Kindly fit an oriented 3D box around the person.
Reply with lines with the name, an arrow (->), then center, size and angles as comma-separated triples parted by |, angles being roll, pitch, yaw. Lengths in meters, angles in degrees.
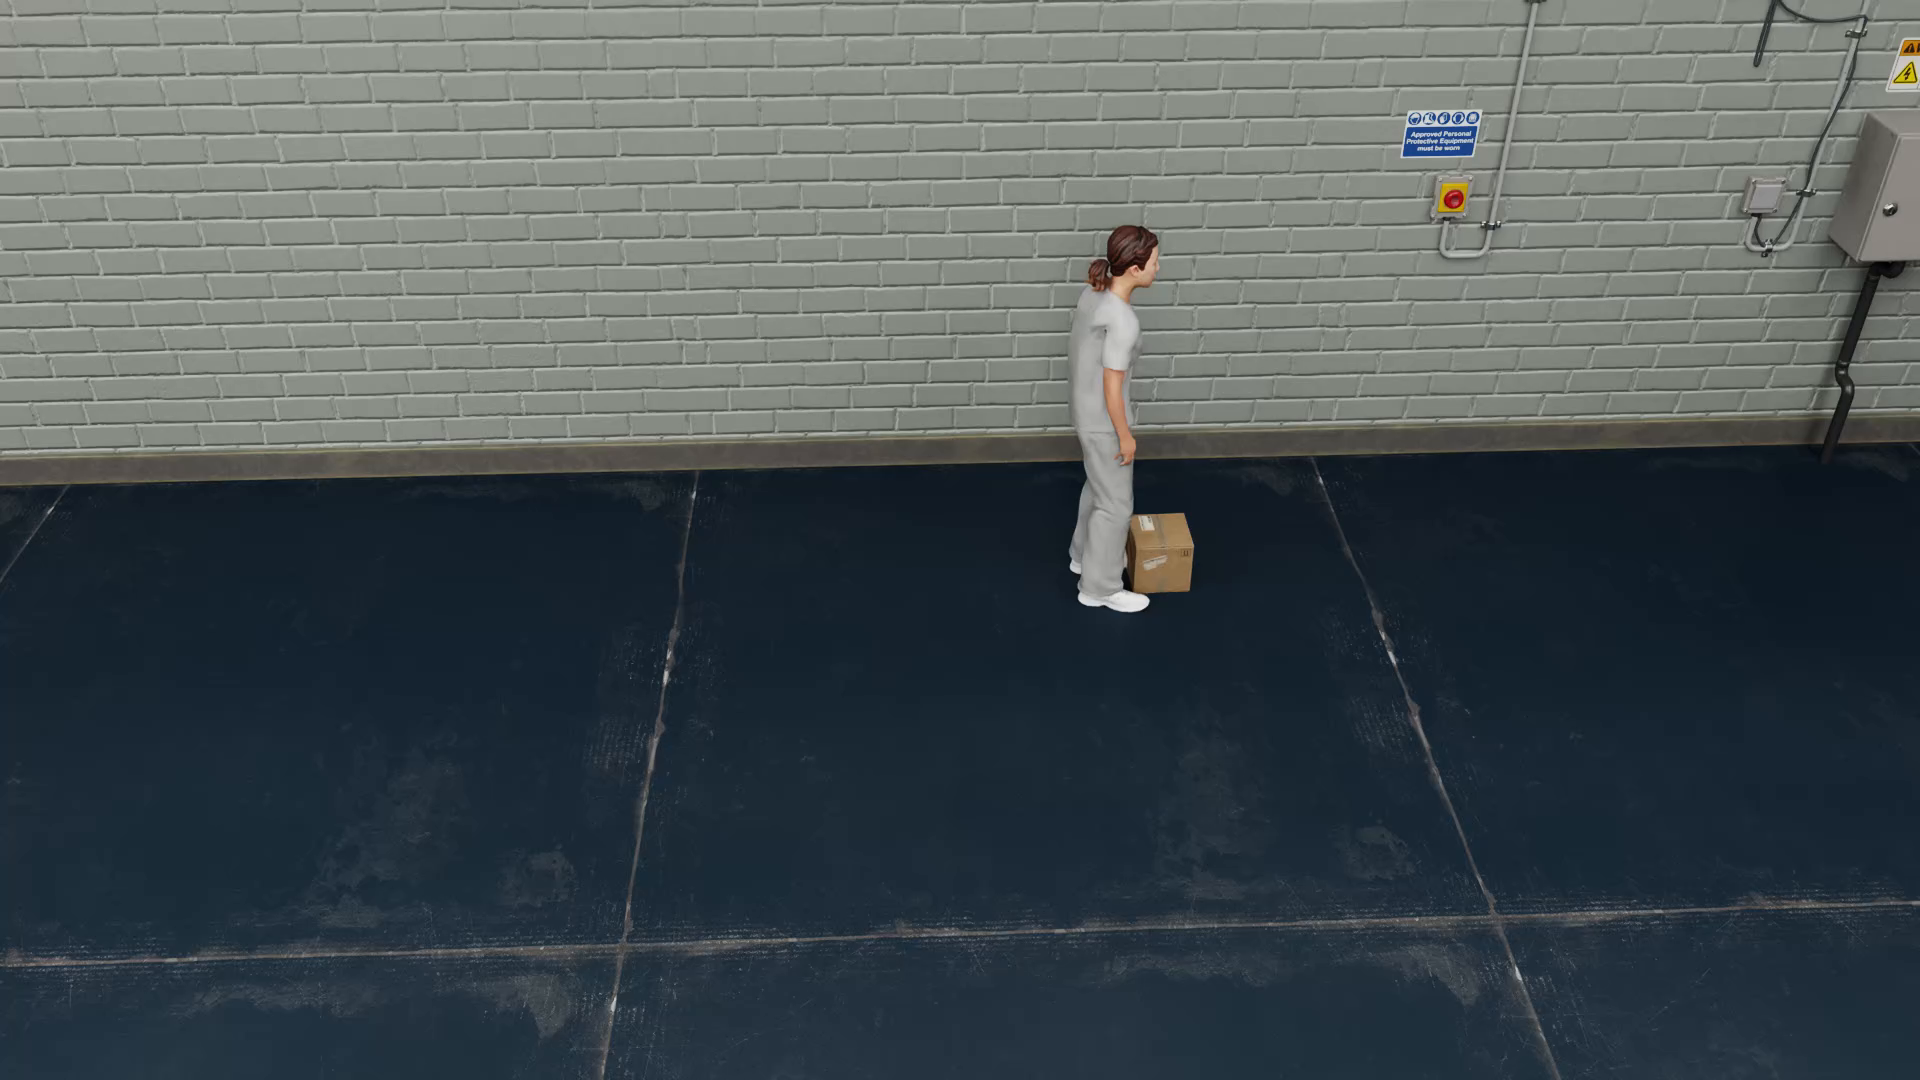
person -> 0.623, -0.504, 6.859 | 0.362, 1.671, 0.511 | -4, 36, -5
